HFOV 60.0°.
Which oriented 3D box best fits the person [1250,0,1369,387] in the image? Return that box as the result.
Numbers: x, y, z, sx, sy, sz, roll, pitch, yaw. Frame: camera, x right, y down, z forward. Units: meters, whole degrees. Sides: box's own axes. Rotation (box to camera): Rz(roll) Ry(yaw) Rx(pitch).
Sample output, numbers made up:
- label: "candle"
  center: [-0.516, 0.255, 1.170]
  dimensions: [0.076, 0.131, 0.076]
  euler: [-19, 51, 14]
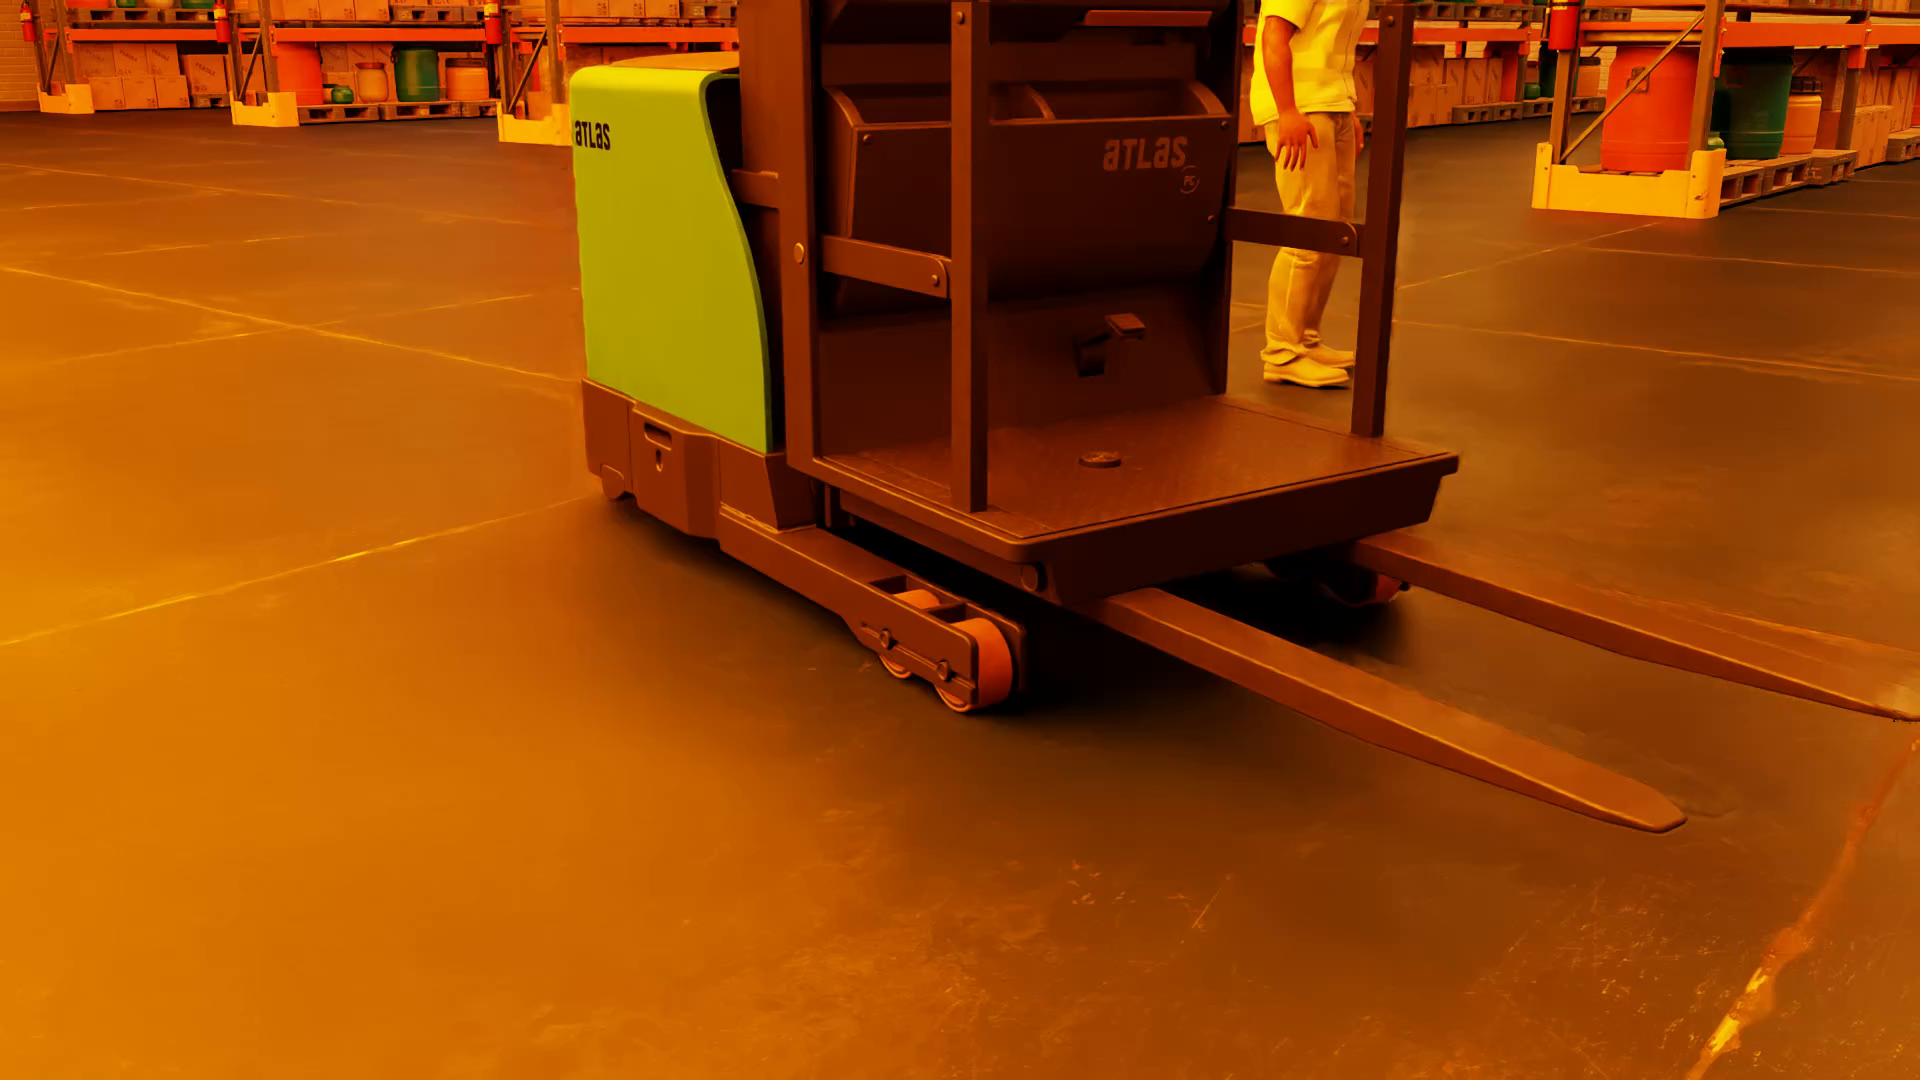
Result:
- label: "person"
  center: [1.218, -1.429, 5.625]
  dimensions: [0.448, 1.759, 0.678]
  euler: [9, 19, 28]

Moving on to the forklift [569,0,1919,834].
- label: "forklift"
  center: [0.276, -1.256, 3.032]
  dimensions: [1.130, 2.935, 3.031]
  euler: [-11, 20, -33]
